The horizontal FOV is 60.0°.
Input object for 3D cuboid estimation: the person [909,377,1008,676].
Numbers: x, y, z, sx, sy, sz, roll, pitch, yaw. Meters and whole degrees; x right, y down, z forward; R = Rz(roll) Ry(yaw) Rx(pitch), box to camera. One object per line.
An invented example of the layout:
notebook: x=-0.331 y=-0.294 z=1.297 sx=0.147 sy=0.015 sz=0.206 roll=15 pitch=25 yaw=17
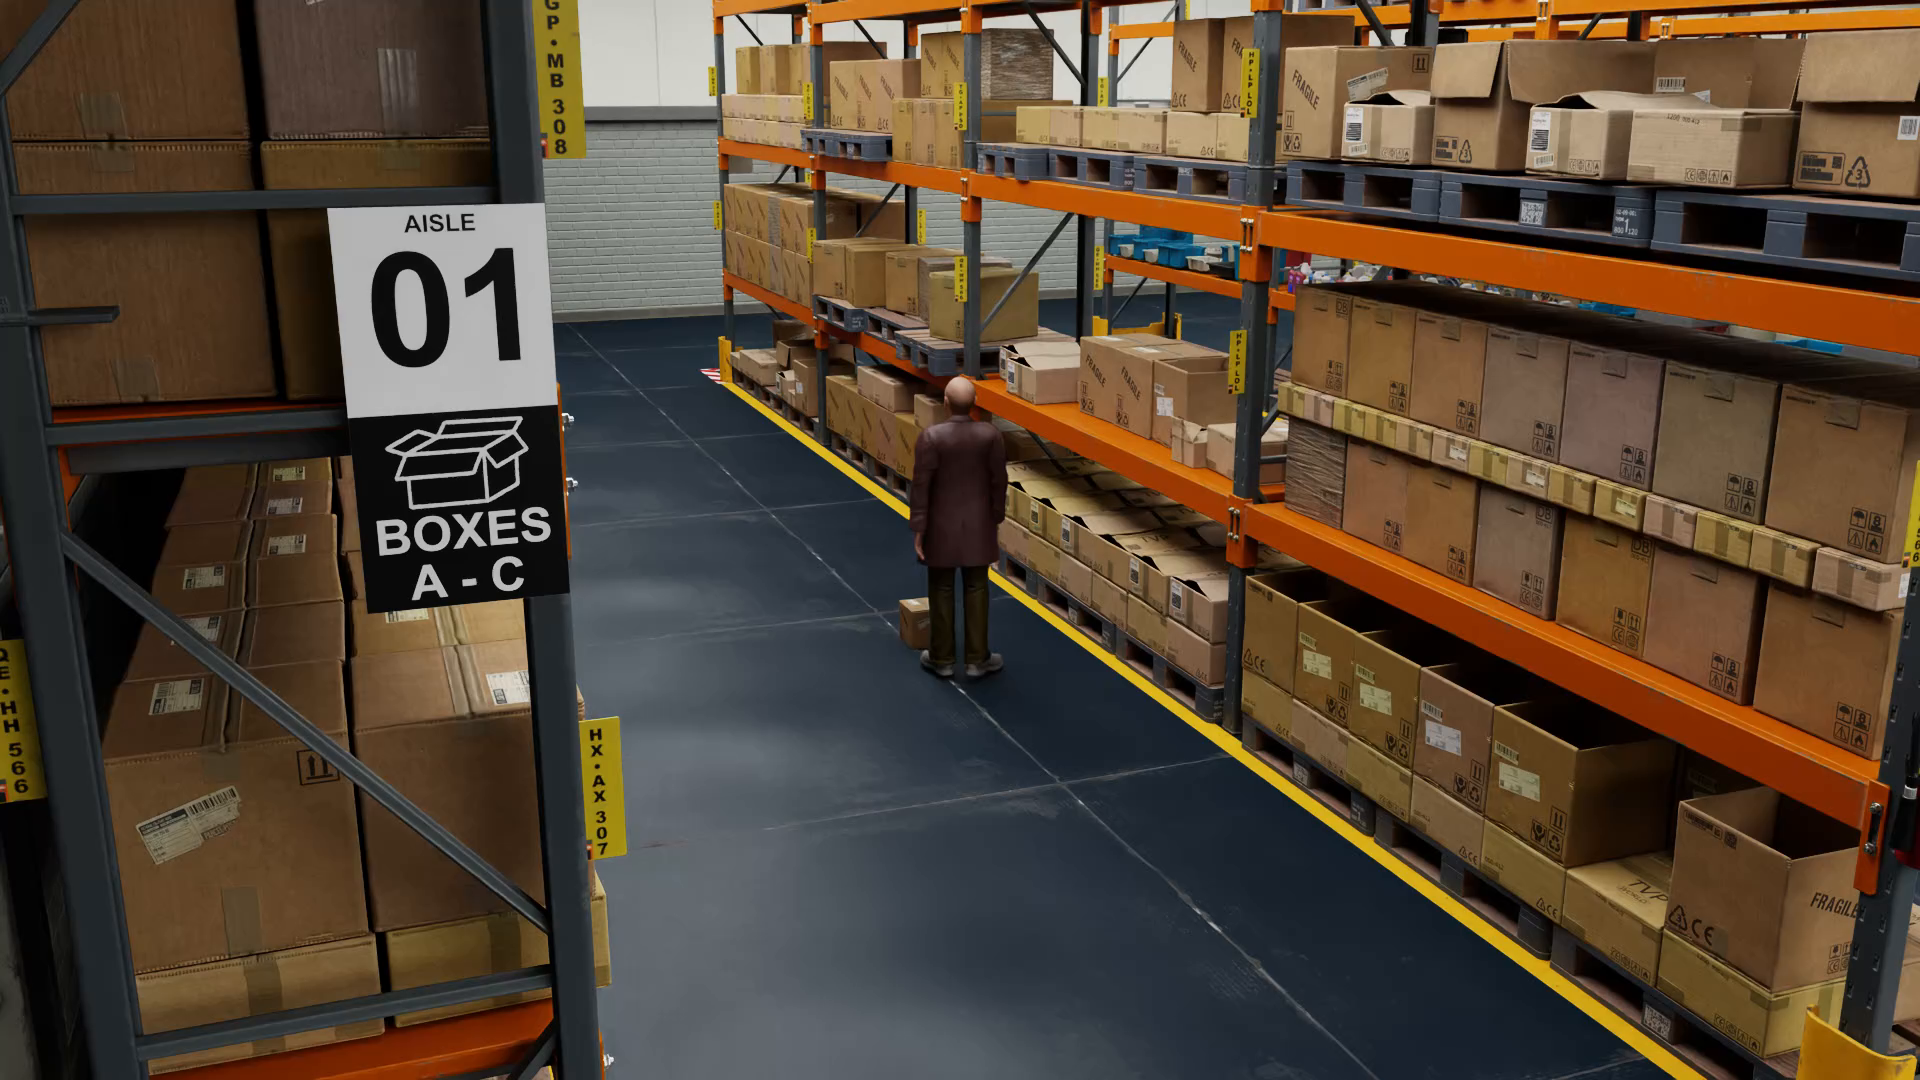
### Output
person: x=-0.019 y=-0.080 z=9.756 sx=0.595 sy=1.782 sz=0.465 roll=-3 pitch=16 yaw=-12
